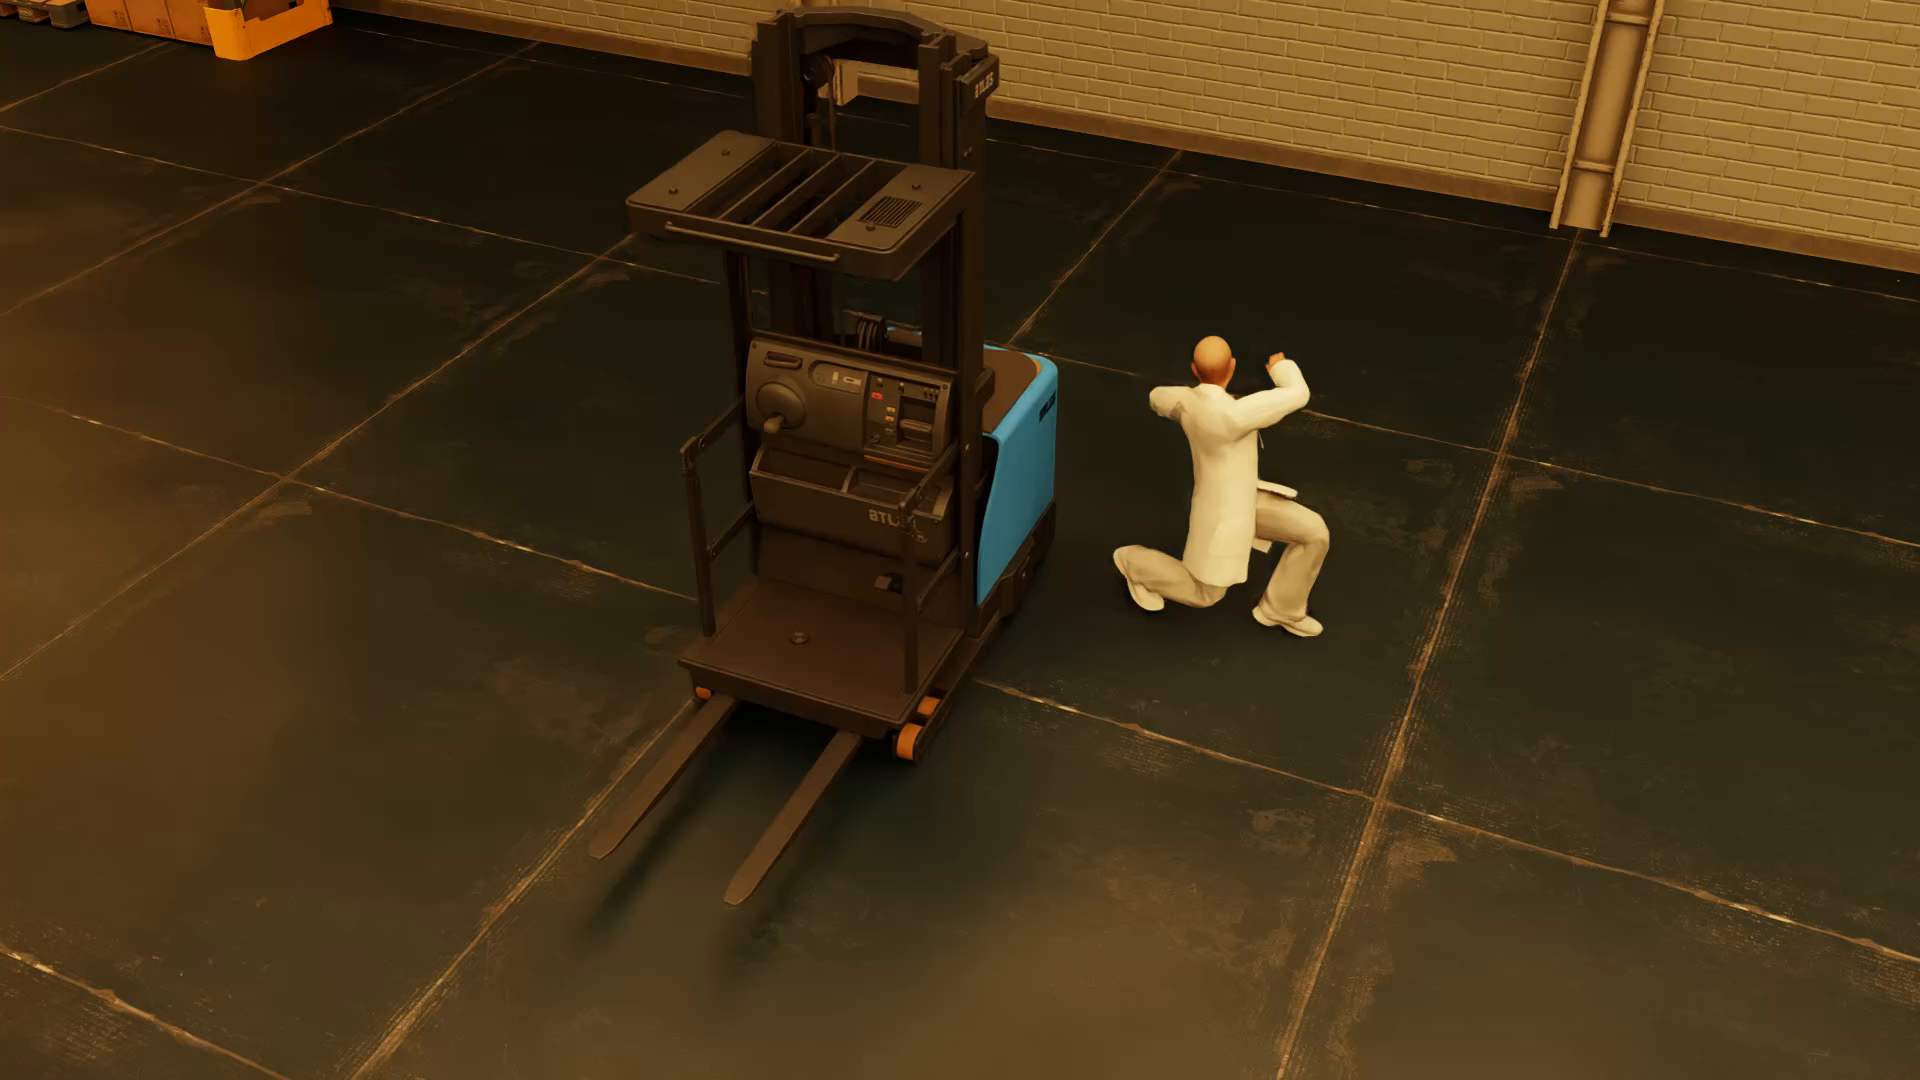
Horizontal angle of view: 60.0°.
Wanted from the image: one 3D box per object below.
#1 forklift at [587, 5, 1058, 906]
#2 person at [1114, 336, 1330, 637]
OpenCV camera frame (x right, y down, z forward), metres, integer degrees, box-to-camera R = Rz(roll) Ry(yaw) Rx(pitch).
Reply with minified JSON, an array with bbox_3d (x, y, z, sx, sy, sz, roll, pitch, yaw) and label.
[{"bbox_3d":[-0.557,-0.513,6.805,1.130,2.935,3.031,14,38,19],"label":"forklift"},{"bbox_3d":[1.279,-0.326,7.813,1.046,1.479,0.958,8,36,11],"label":"person"}]
